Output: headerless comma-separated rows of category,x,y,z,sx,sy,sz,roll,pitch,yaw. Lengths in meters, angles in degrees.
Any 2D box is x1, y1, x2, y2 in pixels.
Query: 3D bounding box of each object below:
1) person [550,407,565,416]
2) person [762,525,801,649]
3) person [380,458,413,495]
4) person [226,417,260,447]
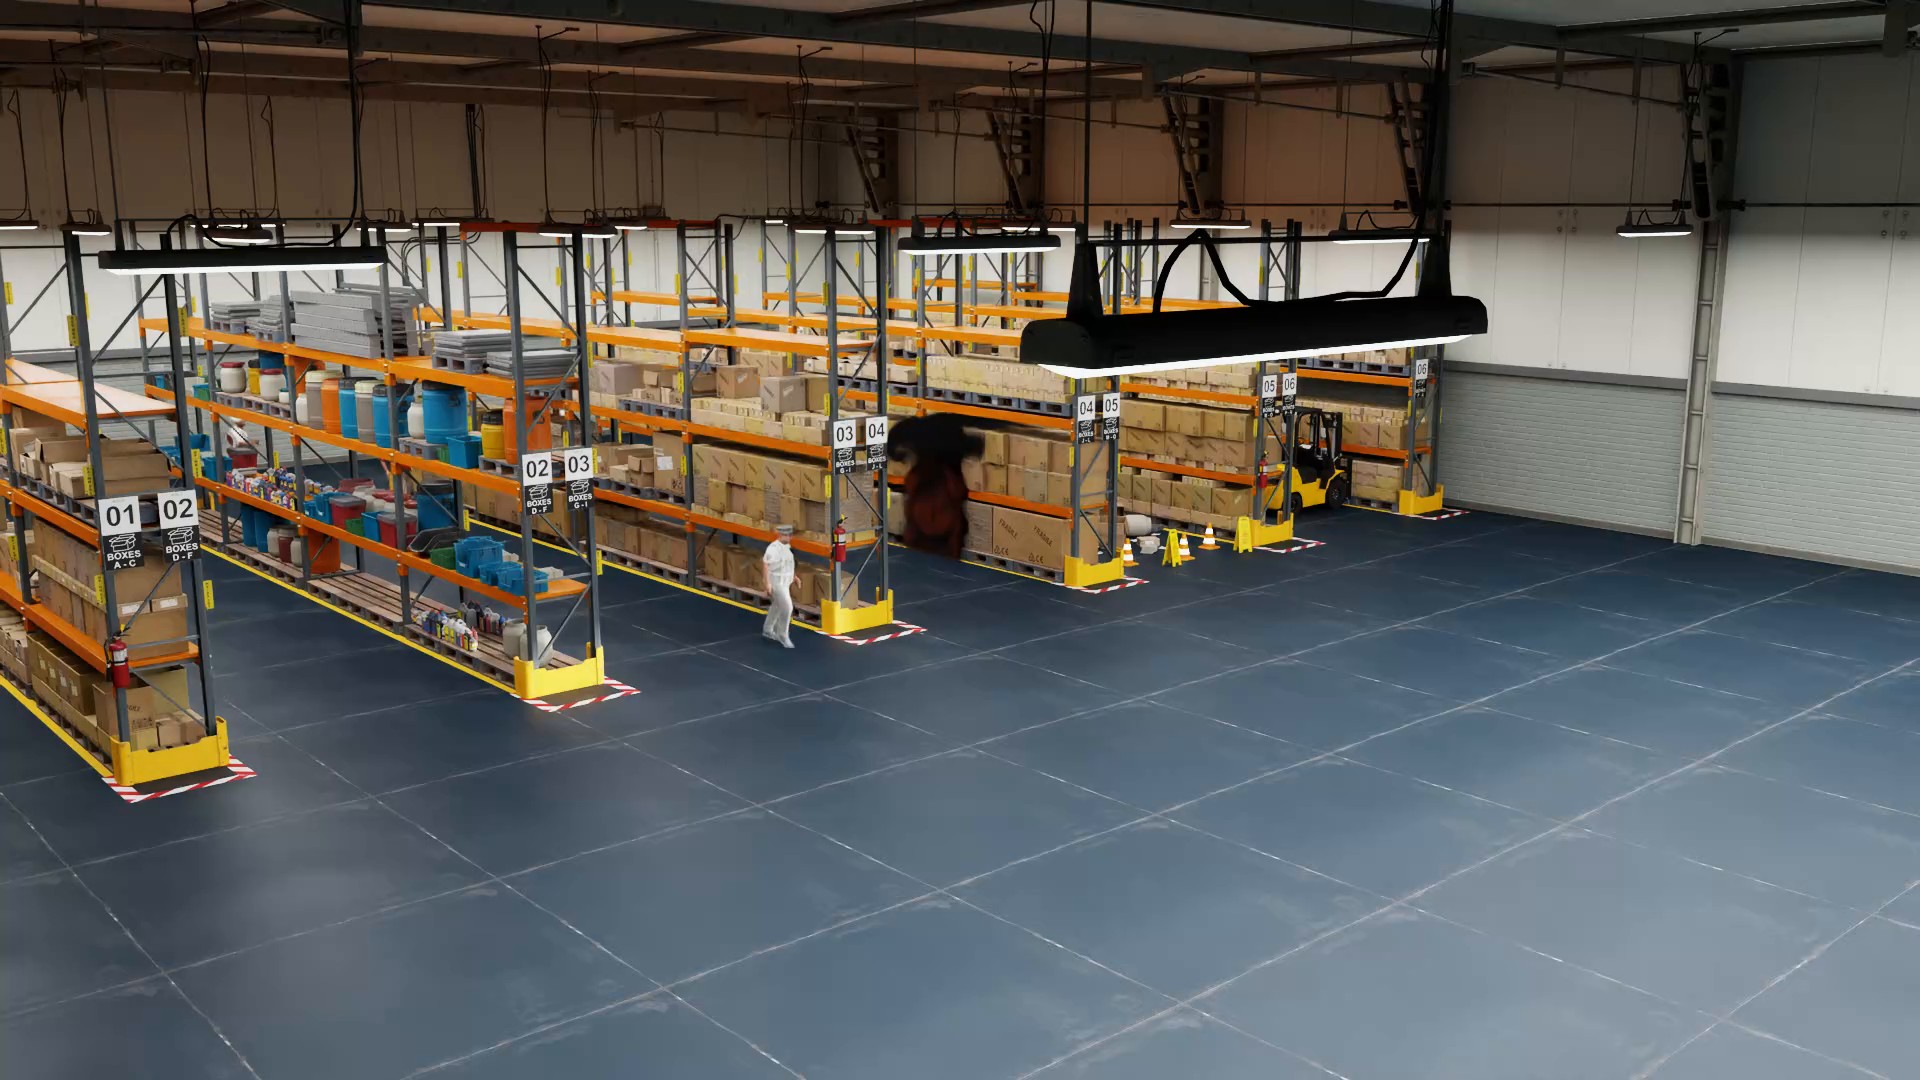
person,-9.557,-2.426,39.443,0.660,1.839,0.827,-6,13,-26
person,-2.649,0.666,24.192,0.631,1.810,0.621,5,12,22
person,-11.279,-1.230,33.670,0.736,1.766,0.647,10,15,42
person,-15.825,-1.850,36.573,0.850,1.824,0.679,-3,12,-16
